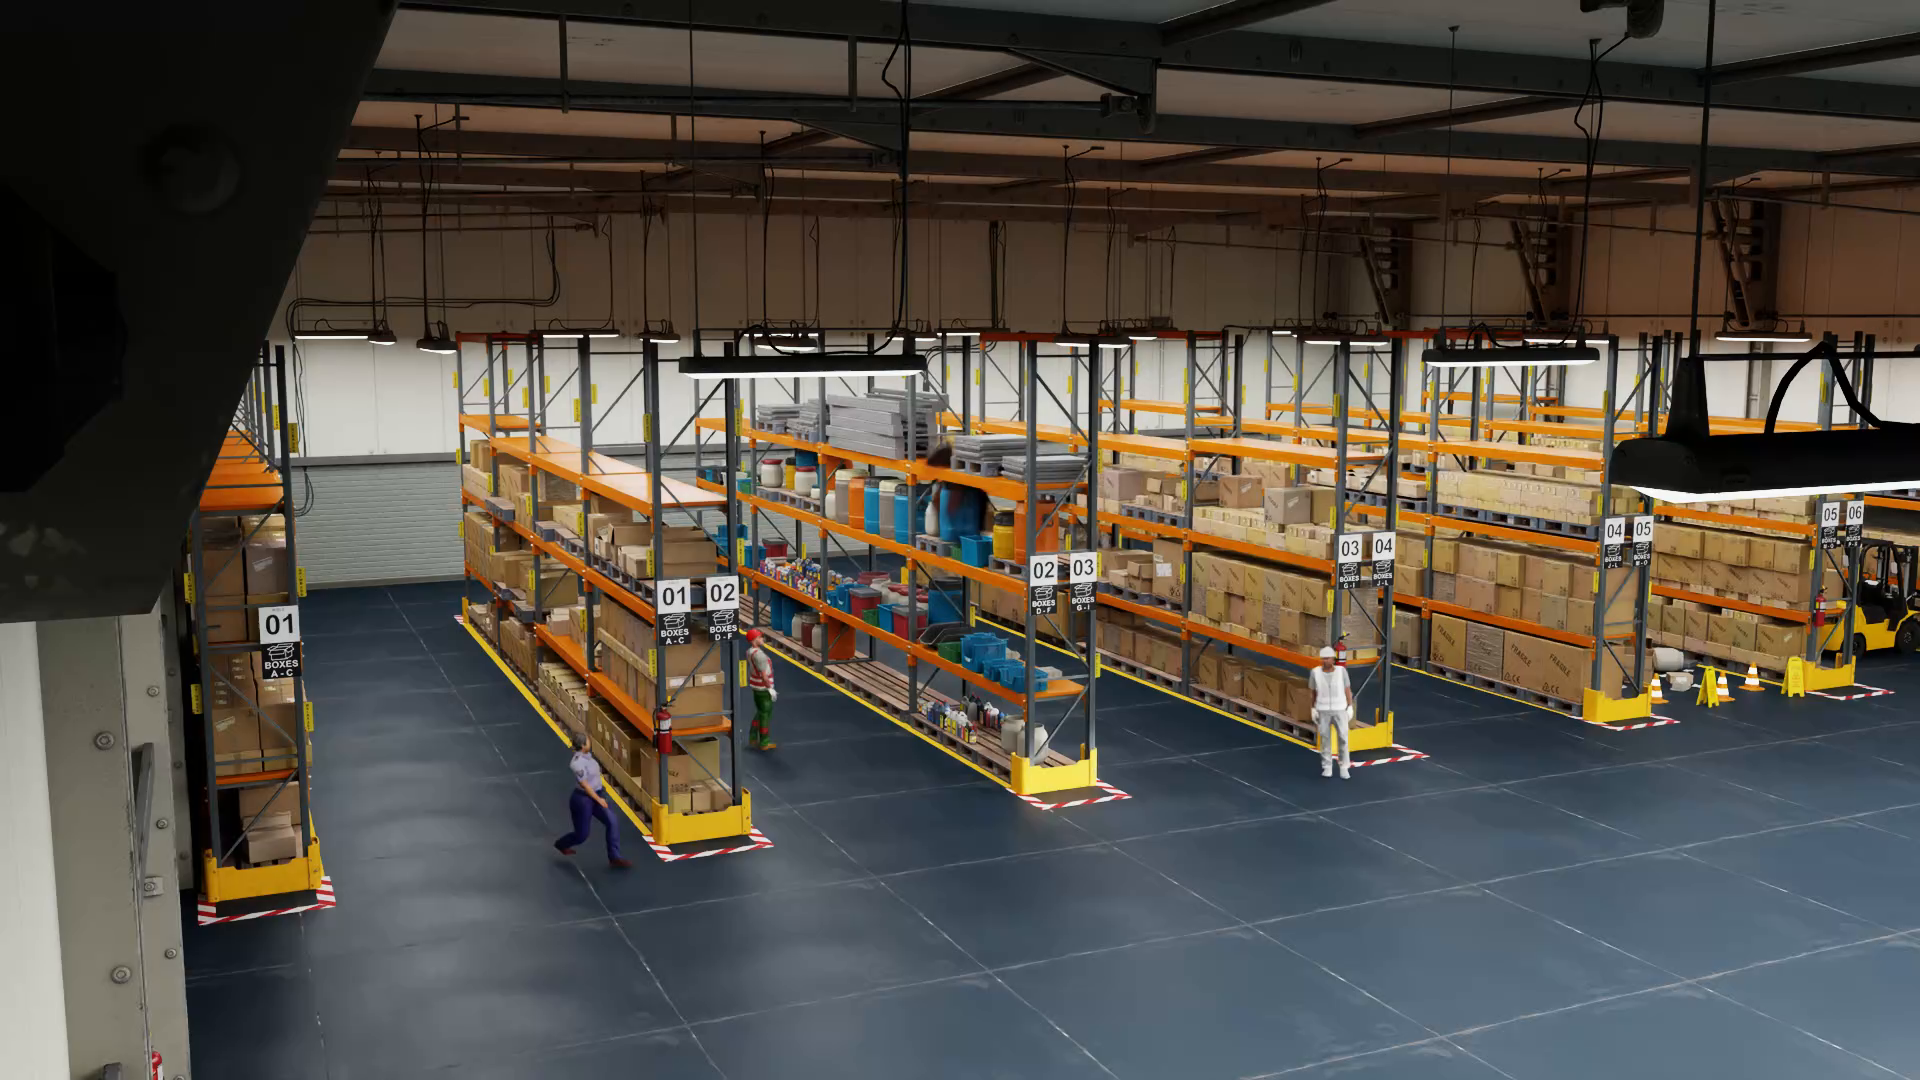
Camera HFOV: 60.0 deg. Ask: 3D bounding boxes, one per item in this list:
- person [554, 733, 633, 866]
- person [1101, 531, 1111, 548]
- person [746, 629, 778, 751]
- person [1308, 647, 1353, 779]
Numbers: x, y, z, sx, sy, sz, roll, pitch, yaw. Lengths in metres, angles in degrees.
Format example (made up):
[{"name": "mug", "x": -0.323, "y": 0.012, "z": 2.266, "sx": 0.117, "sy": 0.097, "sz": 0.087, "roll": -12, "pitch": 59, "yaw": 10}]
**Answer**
[{"name": "person", "x": -4.259, "y": 3.039, "z": 19.196, "sx": 0.986, "sy": 1.458, "sz": 0.457, "roll": 4, "pitch": 9, "yaw": 27}, {"name": "person", "x": 3.641, "y": -0.135, "z": 41.873, "sx": 0.570, "sy": 1.649, "sz": 0.503, "roll": -6, "pitch": 10, "yaw": -37}, {"name": "person", "x": -2.870, "y": 2.177, "z": 24.272, "sx": 0.446, "sy": 1.787, "sz": 0.599, "roll": -6, "pitch": 10, "yaw": -37}, {"name": "person", "x": 5.106, "y": 2.376, "z": 22.940, "sx": 0.611, "sy": 1.829, "sz": 0.383, "roll": 2, "pitch": 8, "yaw": 11}]
